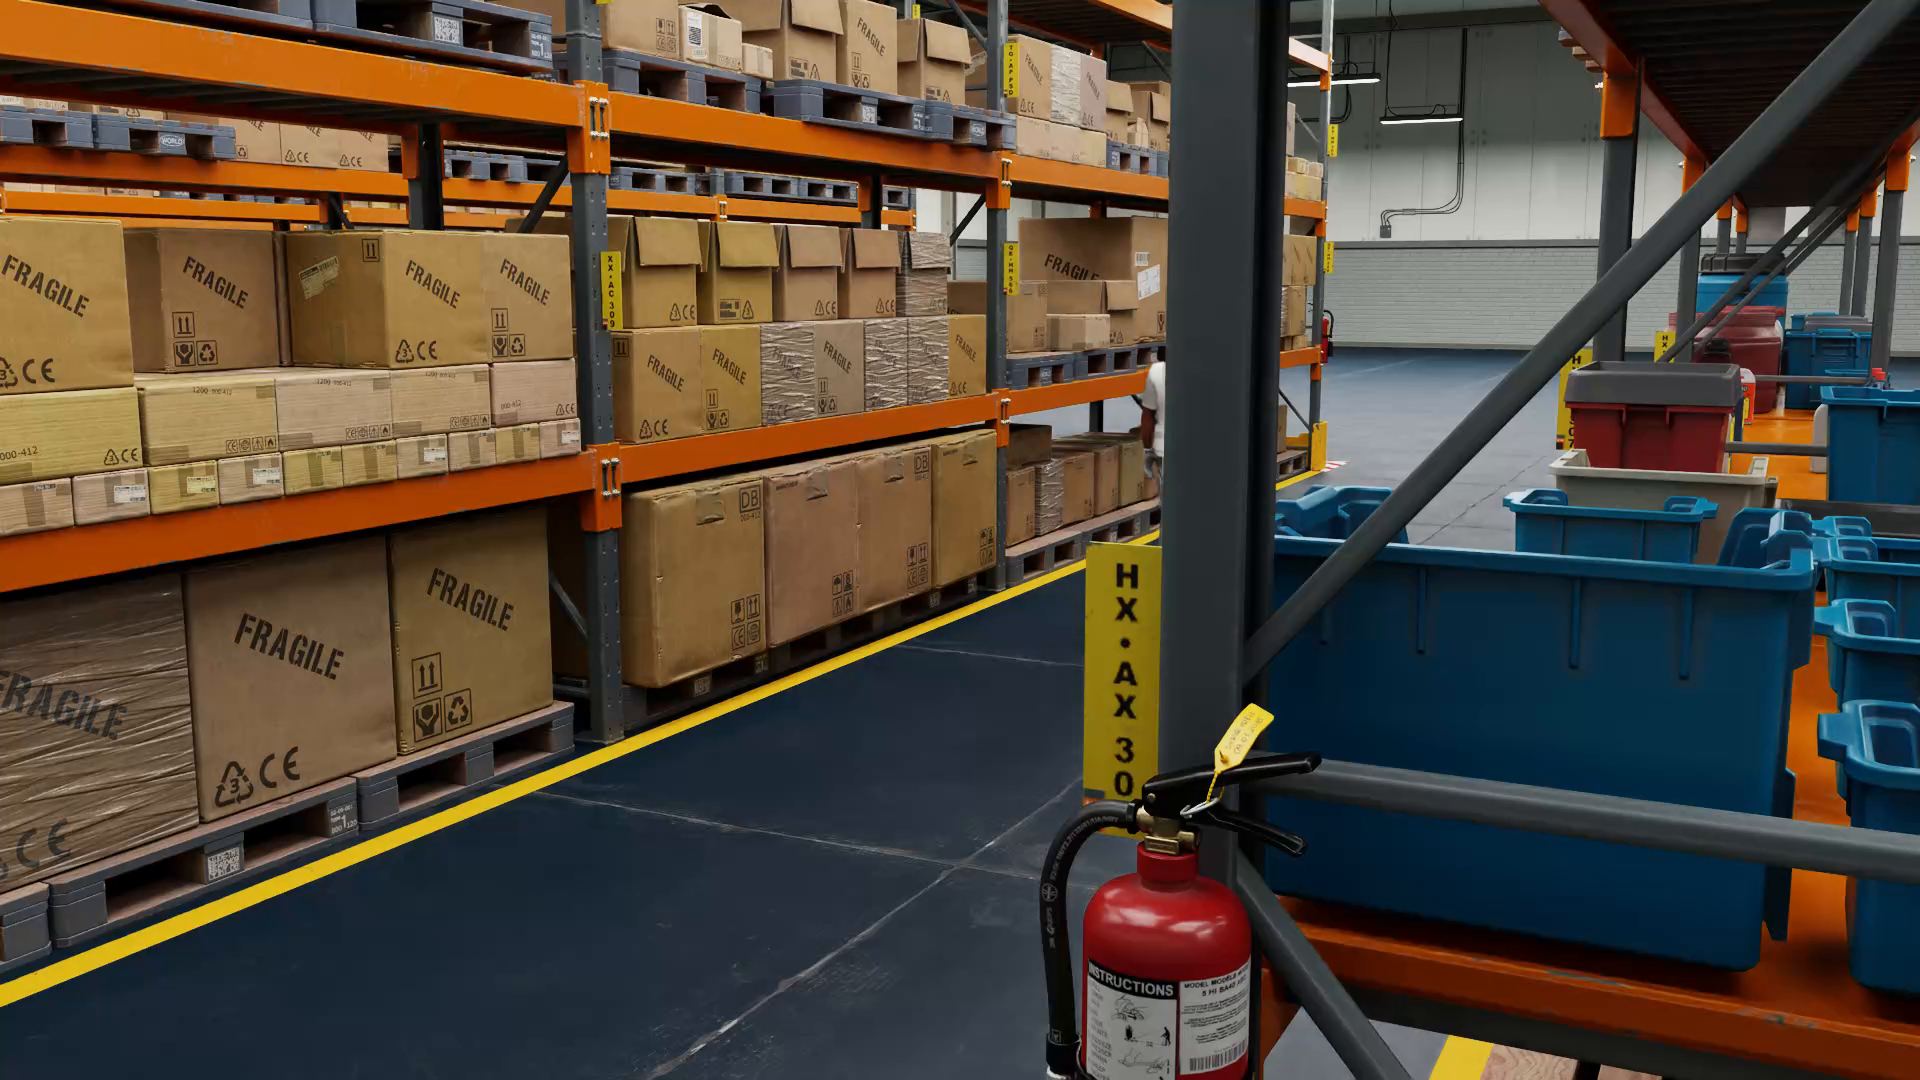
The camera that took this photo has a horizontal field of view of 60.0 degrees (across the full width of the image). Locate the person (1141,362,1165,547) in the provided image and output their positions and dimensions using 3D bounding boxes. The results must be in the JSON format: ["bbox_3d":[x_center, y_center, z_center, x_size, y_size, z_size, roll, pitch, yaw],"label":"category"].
[{"bbox_3d":[1.437,-0.500,10.475,0.602,1.836,0.505,2,9,14],"label":"person"}]
